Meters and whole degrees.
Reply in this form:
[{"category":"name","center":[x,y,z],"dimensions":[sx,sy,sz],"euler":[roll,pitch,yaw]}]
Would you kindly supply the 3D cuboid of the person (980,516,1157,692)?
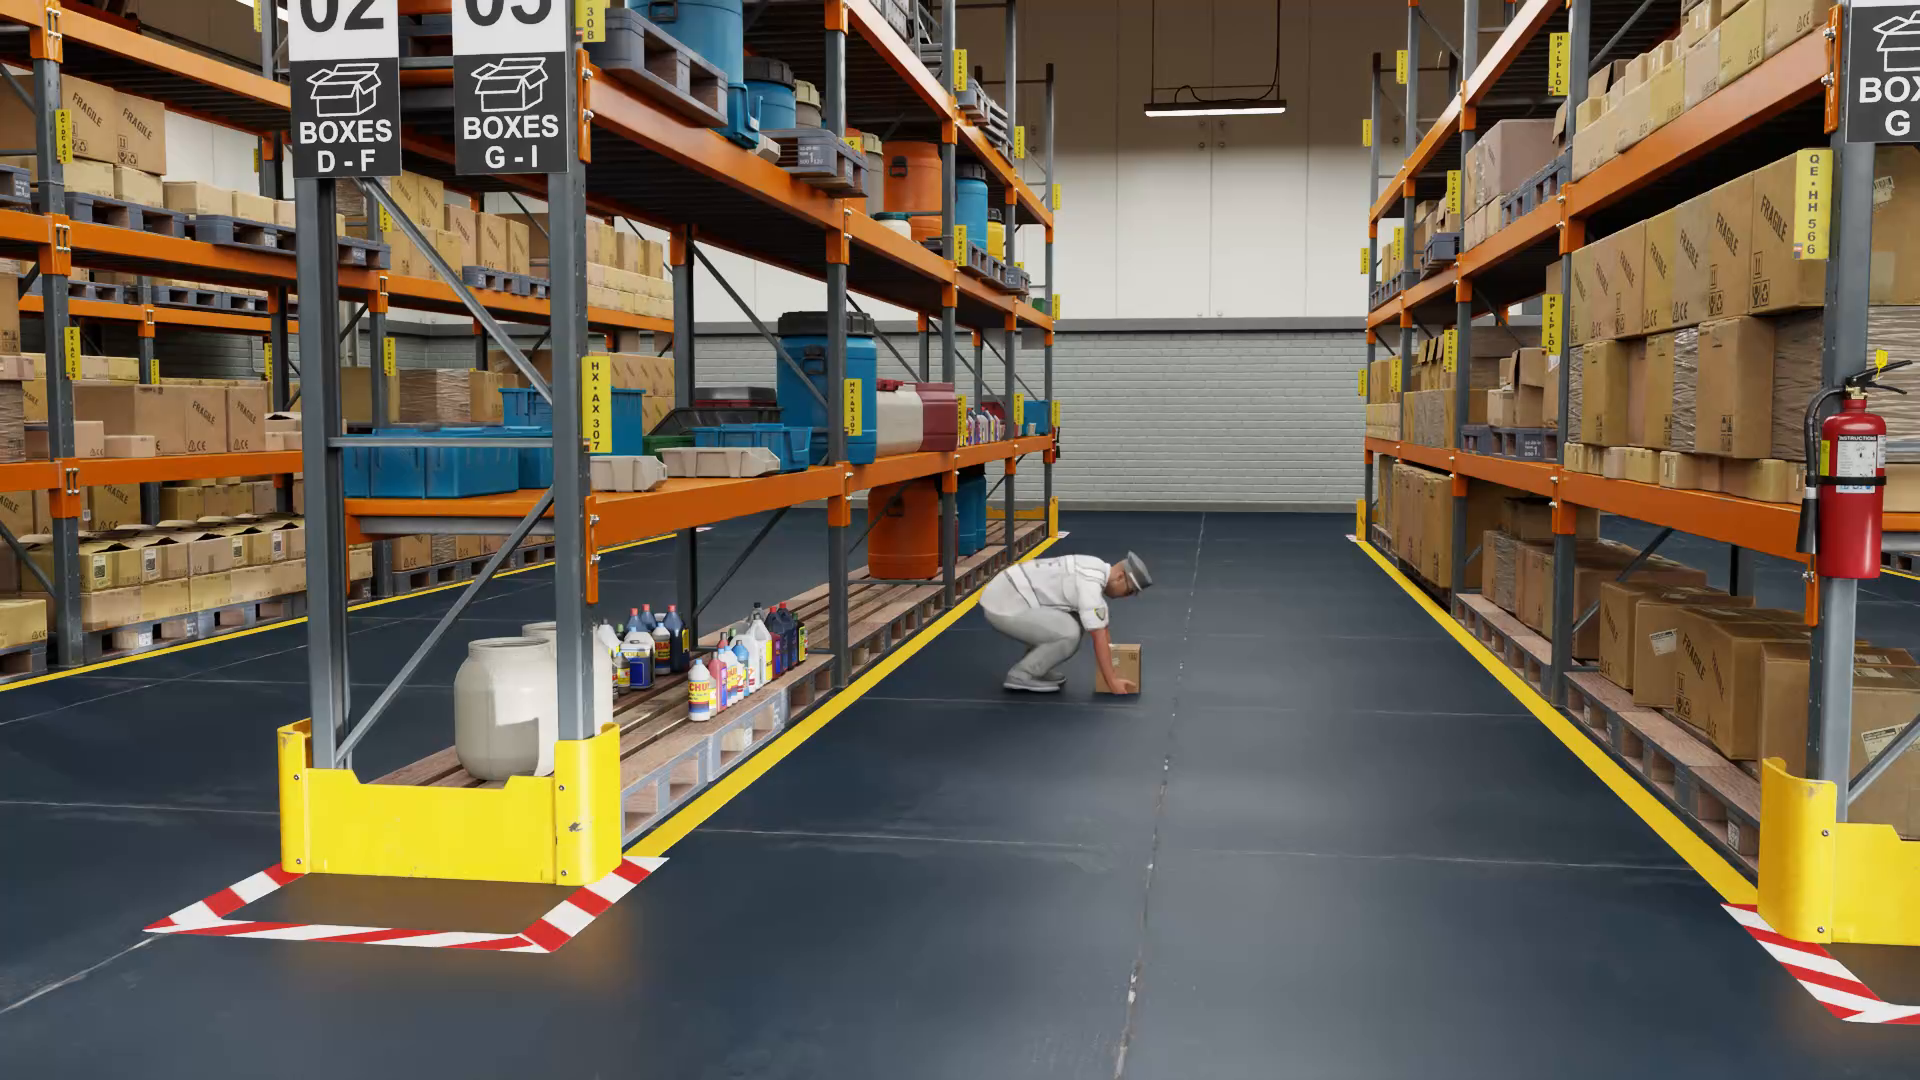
[{"category":"person","center":[0.633,0.366,9.703],"dimensions":[1.027,1.007,0.532],"euler":[0,4,6]}]
